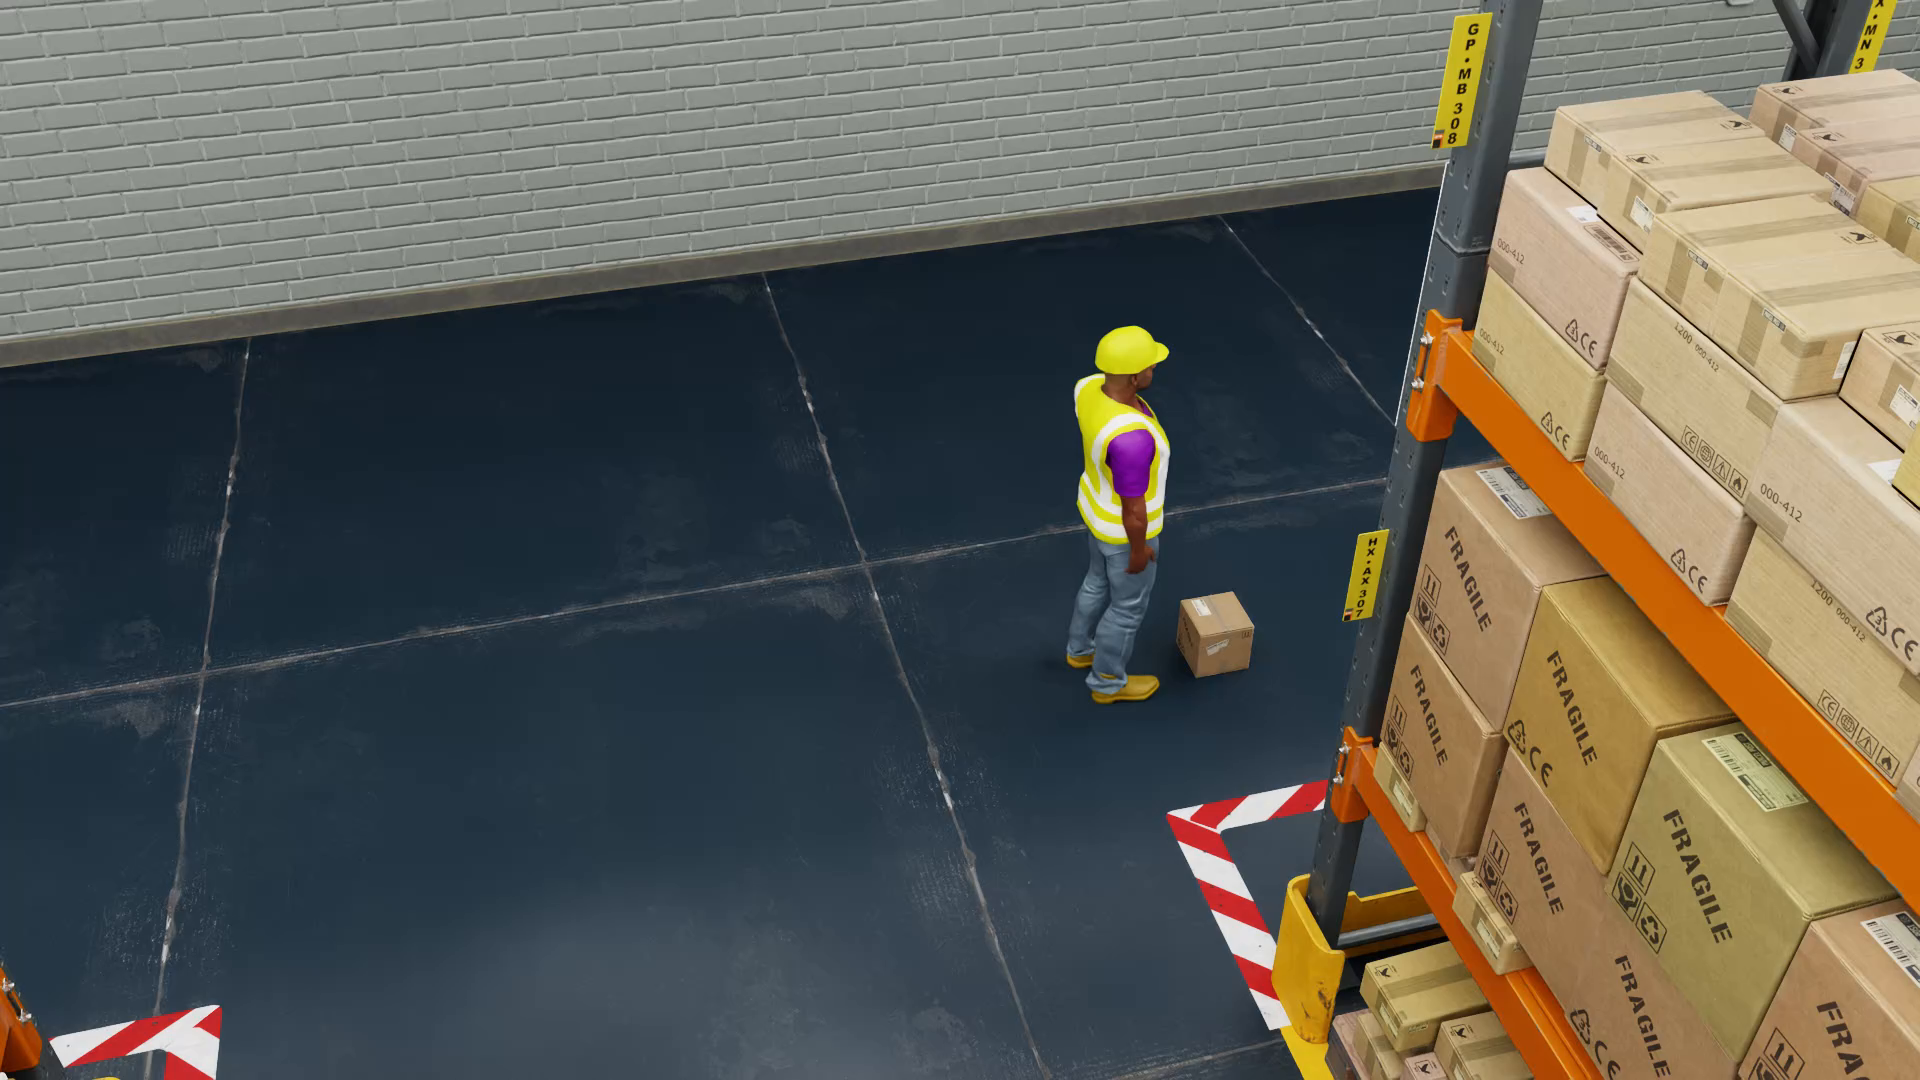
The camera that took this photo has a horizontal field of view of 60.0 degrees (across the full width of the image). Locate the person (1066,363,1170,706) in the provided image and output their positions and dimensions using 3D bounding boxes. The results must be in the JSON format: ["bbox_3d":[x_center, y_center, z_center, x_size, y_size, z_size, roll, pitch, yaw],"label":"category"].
[{"bbox_3d":[0.661,-0.080,6.847,0.365,1.748,0.562,-9,39,-11],"label":"person"}]
